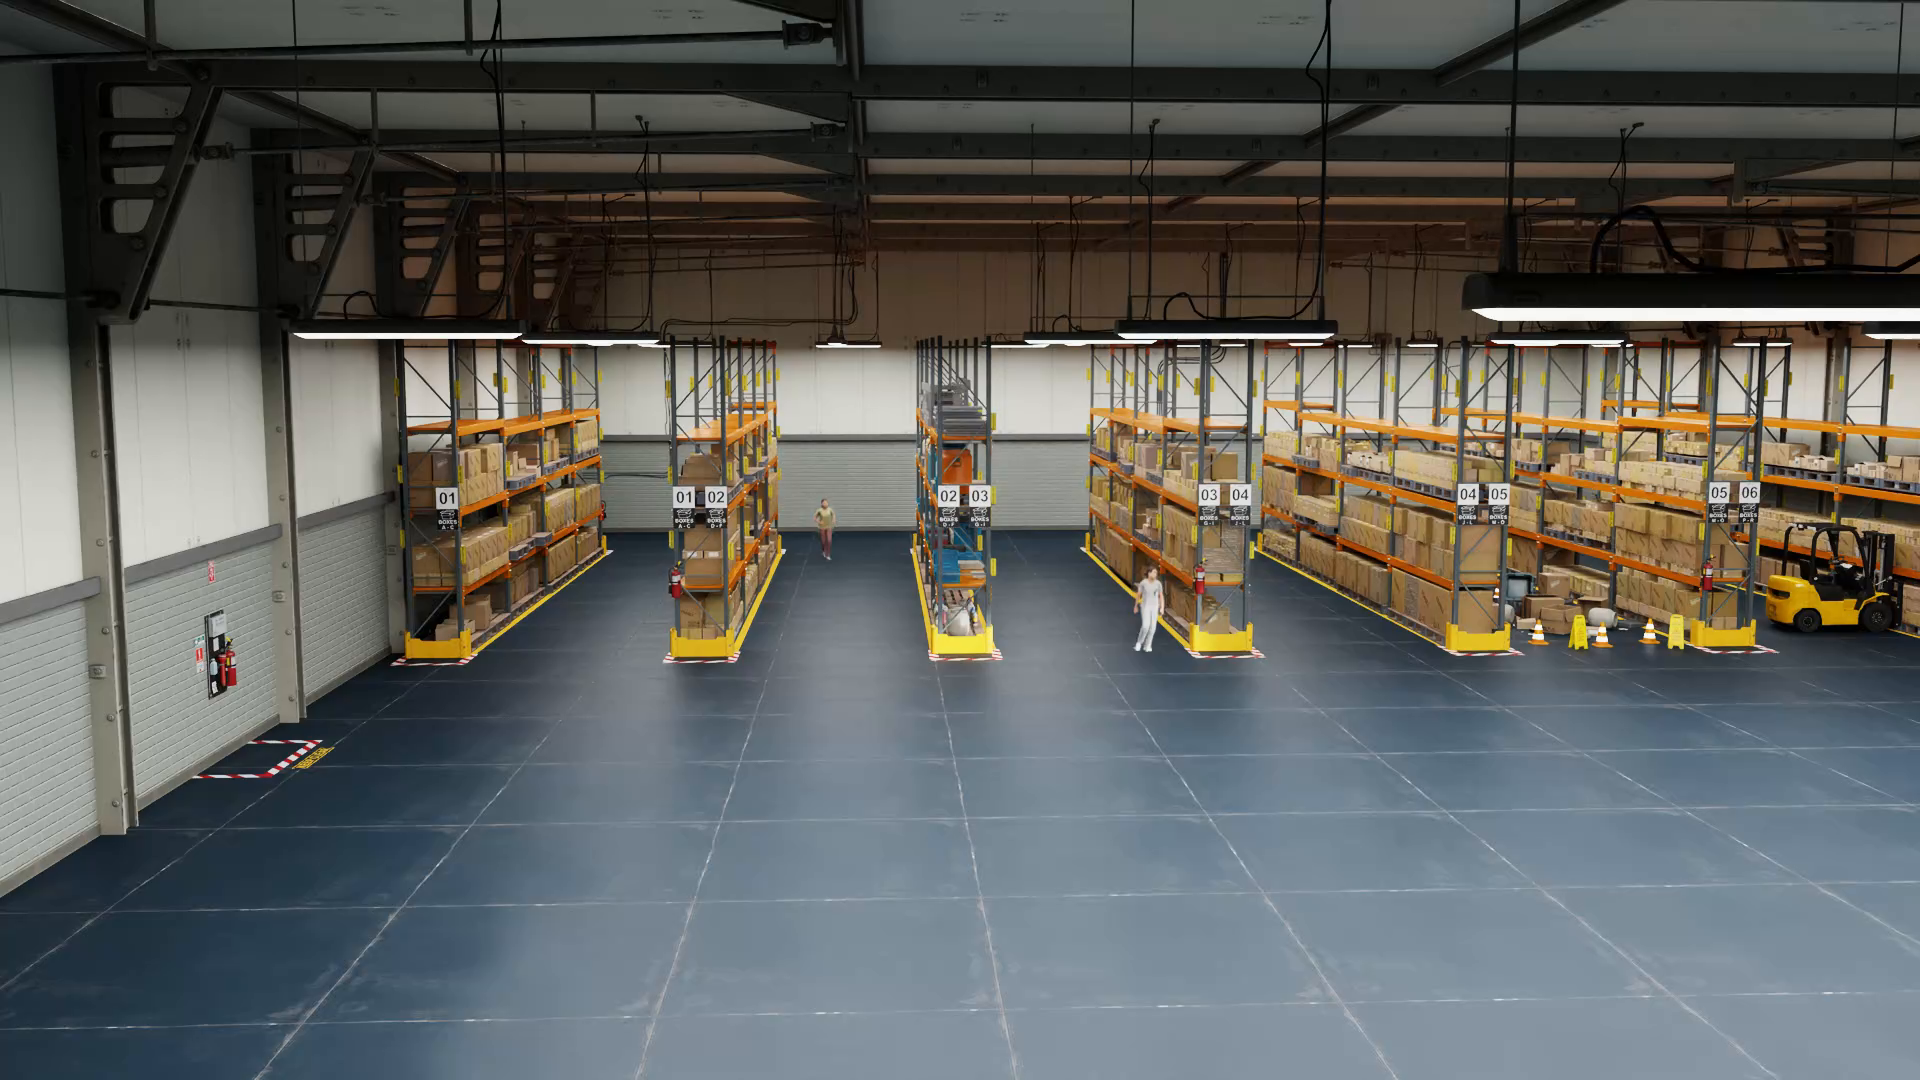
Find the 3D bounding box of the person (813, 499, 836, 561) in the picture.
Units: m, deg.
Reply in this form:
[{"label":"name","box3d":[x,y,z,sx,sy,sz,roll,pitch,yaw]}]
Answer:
[{"label":"person","box3d":[-3.725,-0.295,45.890,0.627,1.691,0.795,-2,7,-19]}]

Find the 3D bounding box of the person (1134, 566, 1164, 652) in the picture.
[{"label":"person","box3d":[3.589,1.306,31.534,0.517,1.649,0.464,-1,7,-12]}]

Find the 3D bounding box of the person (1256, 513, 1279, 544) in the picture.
[{"label":"person","box3d":[9.188,-0.729,49.116,0.872,1.803,0.661,1,7,11]}]
